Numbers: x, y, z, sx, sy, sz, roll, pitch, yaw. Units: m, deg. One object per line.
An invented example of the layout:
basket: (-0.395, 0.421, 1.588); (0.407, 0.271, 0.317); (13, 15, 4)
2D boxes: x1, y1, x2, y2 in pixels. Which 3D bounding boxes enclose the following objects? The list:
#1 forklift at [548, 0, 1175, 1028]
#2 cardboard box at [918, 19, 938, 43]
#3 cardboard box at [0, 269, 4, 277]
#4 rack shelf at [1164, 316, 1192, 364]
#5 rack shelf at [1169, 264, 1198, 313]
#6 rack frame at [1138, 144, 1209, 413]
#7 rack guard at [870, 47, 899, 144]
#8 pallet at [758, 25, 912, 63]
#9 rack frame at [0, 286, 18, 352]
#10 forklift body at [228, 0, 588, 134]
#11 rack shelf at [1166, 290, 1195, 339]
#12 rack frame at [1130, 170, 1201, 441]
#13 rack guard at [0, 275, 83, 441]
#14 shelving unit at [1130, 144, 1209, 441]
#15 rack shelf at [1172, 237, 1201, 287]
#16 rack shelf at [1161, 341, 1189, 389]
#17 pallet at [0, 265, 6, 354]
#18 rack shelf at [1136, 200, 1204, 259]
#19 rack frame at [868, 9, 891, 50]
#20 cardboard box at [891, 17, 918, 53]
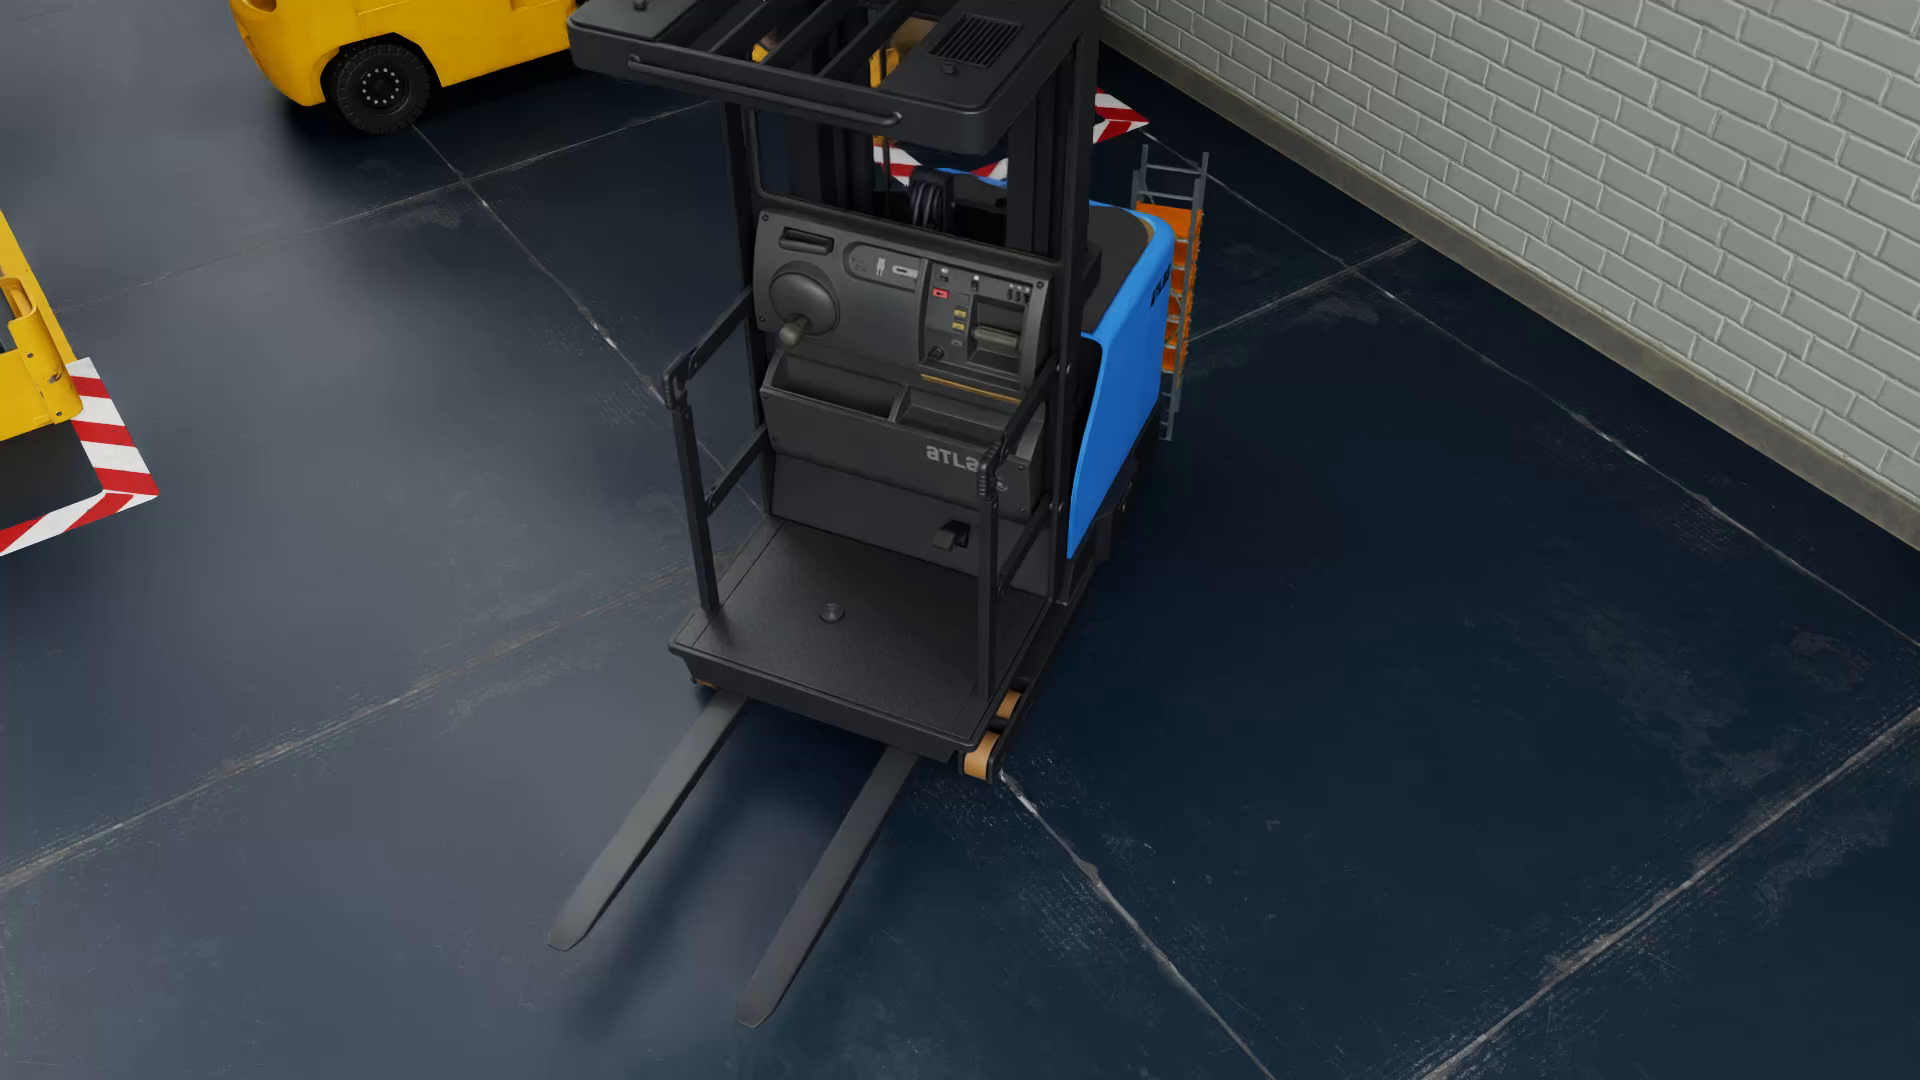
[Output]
forklift: (-0.269, -0.619, 4.776); (1.130, 2.935, 3.031); (17, 46, 17)
cardboard box: (-0.153, -2.903, 8.806); (0.500, 0.250, 0.500); (-26, 49, -24)
cardboard box: (-4.336, -1.151, 6.970); (0.500, 0.250, 0.500); (-26, 49, -25)
rack shelf: (0.754, -0.796, 6.453); (0.258, 0.103, 0.180); (10, 45, 11)
rack shelf: (0.754, -0.969, 6.287); (0.258, 0.103, 0.180); (10, 45, 11)
rack frame: (0.777, -0.976, 6.403); (0.240, 1.200, 0.006); (10, 45, 11)
rack guard: (-0.018, -2.472, 8.478); (1.175, 0.500, 0.348); (-26, 49, -24)
pallet: (-0.504, -2.798, 9.028); (1.003, 0.211, 1.213); (-26, 49, -24)
rack frame: (-4.101, -1.427, 5.573); (1.000, 3.000, 0.127); (-26, 49, -24)
forklift body: (-2.613, -3.436, 8.292); (2.313, 2.155, 1.214); (-26, 49, -24)
rack shelf: (0.754, -0.883, 6.370); (0.258, 0.103, 0.180); (10, 45, 11)
rack frame: (0.730, -0.854, 6.275); (0.240, 1.200, 0.006); (10, 45, 11)
rack guard: (-4.145, -0.566, 6.481); (1.175, 0.500, 0.348); (-26, 49, -24)
shelving unit: (0.754, -0.915, 6.339); (0.258, 1.200, 0.189); (10, 45, 11)
rack shelf: (0.754, -1.056, 6.204); (0.258, 0.103, 0.180); (10, 45, 11)
rack shelf: (0.754, -0.709, 6.536); (0.258, 0.103, 0.180); (10, 45, 11)
pallet: (-4.581, -0.936, 7.077); (1.003, 0.211, 1.213); (-26, 49, -24)
rack shelf: (0.754, -1.143, 6.121); (0.258, 0.103, 0.180); (10, 45, 11)
rack frame: (-0.032, -3.390, 7.629); (1.000, 3.000, 0.127); (-26, 49, -24)
cardboard box: (-0.560, -2.689, 8.581); (0.500, 0.250, 0.500); (-25, 49, -24)
